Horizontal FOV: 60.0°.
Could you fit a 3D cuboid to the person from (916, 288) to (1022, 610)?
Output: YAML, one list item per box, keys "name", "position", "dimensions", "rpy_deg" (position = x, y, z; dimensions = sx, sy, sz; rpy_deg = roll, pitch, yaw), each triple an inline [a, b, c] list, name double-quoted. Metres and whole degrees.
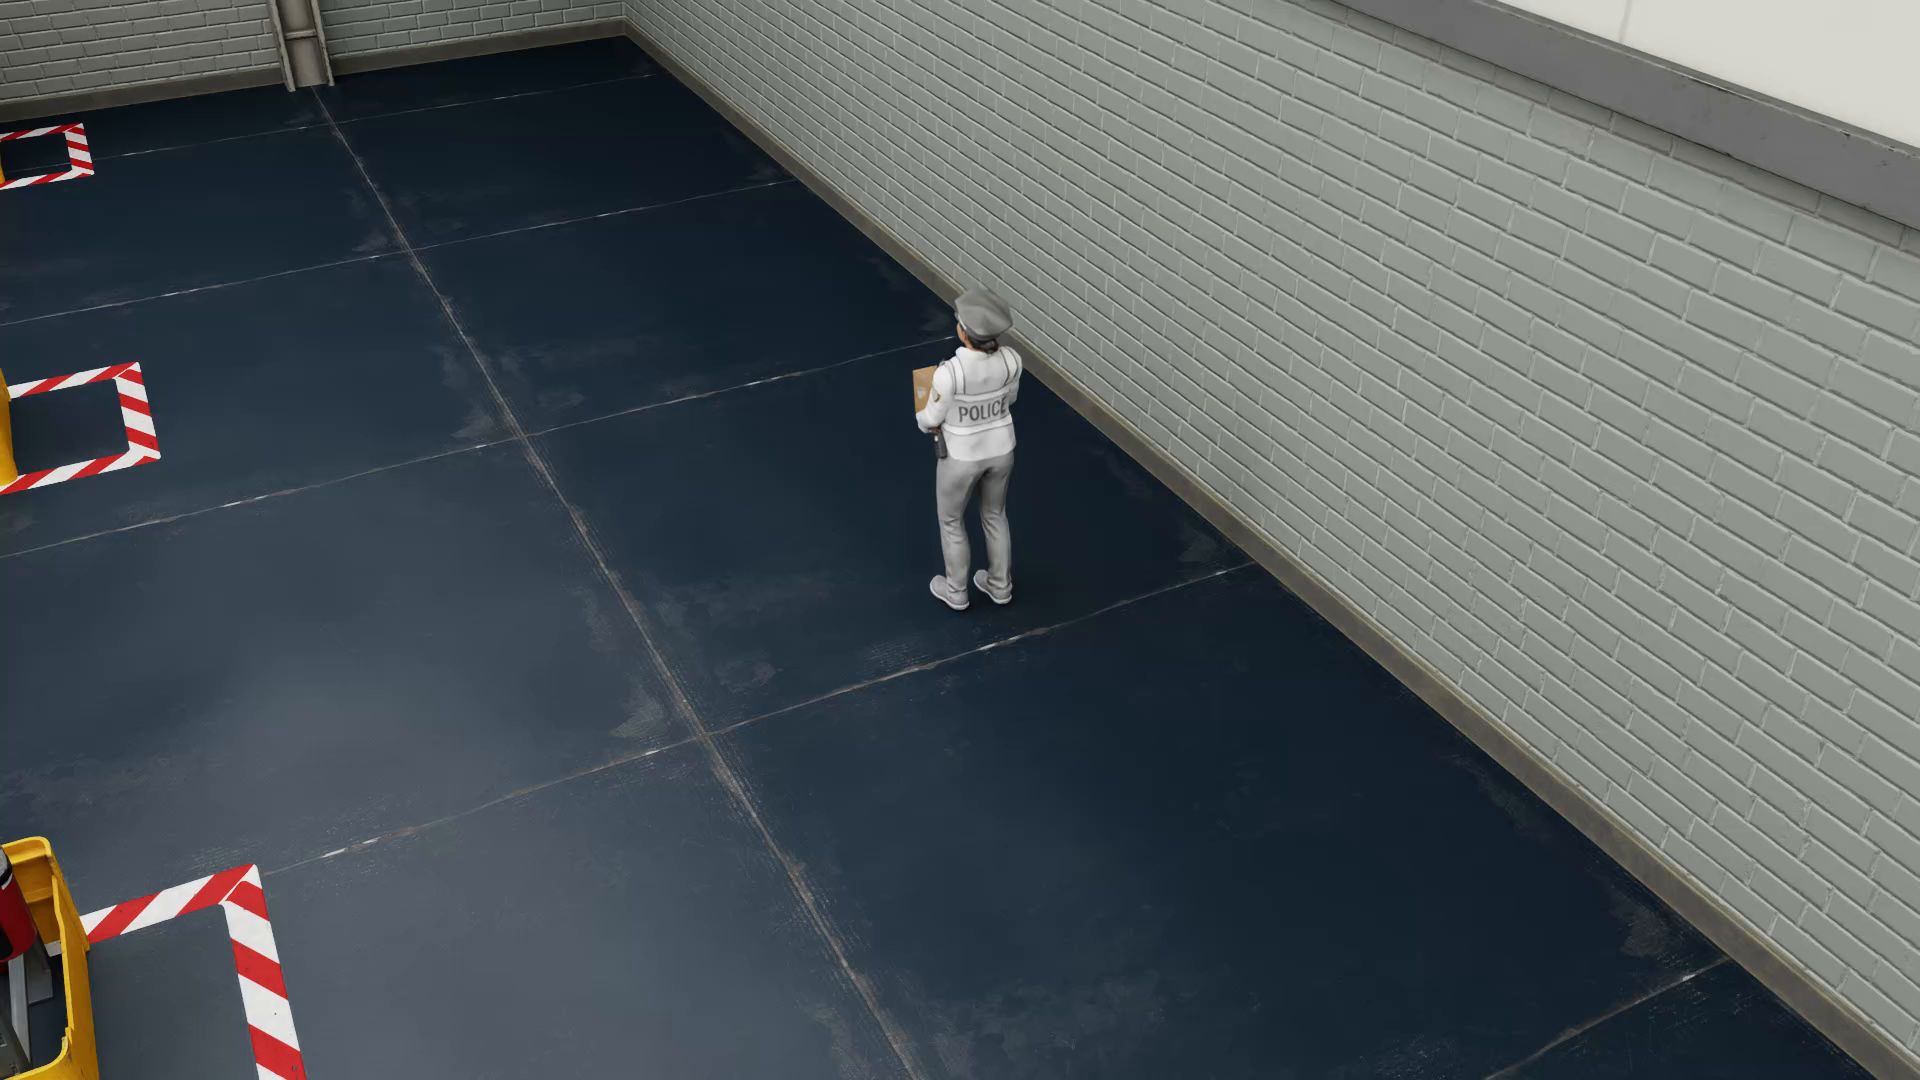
- name: "person"
  position: [0.038, -0.433, 7.778]
  dimensions: [0.460, 1.686, 0.564]
  rpy_deg: [-16, 36, -23]
